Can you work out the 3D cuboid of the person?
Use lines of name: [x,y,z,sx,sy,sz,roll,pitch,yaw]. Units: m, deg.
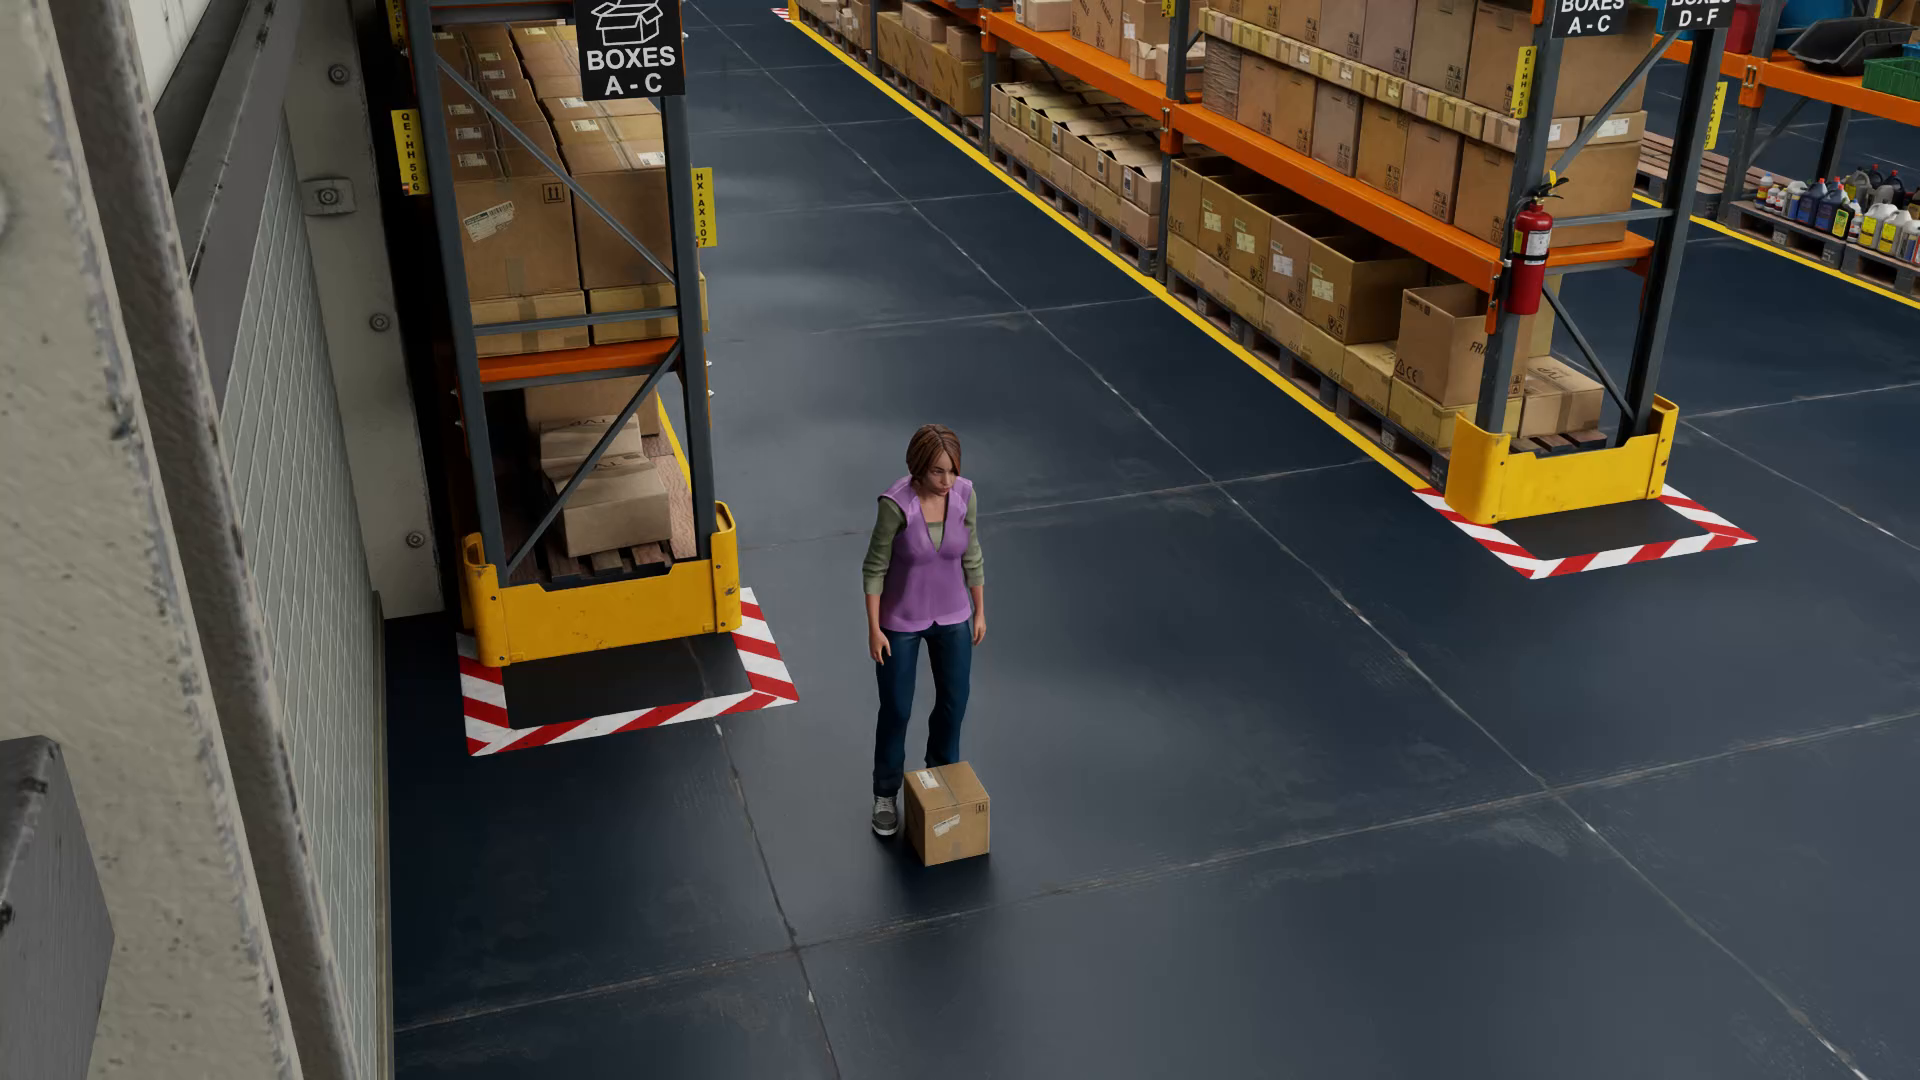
person: [-0.130,0.306,6.021,0.483,1.591,0.347,-10,28,-19]
